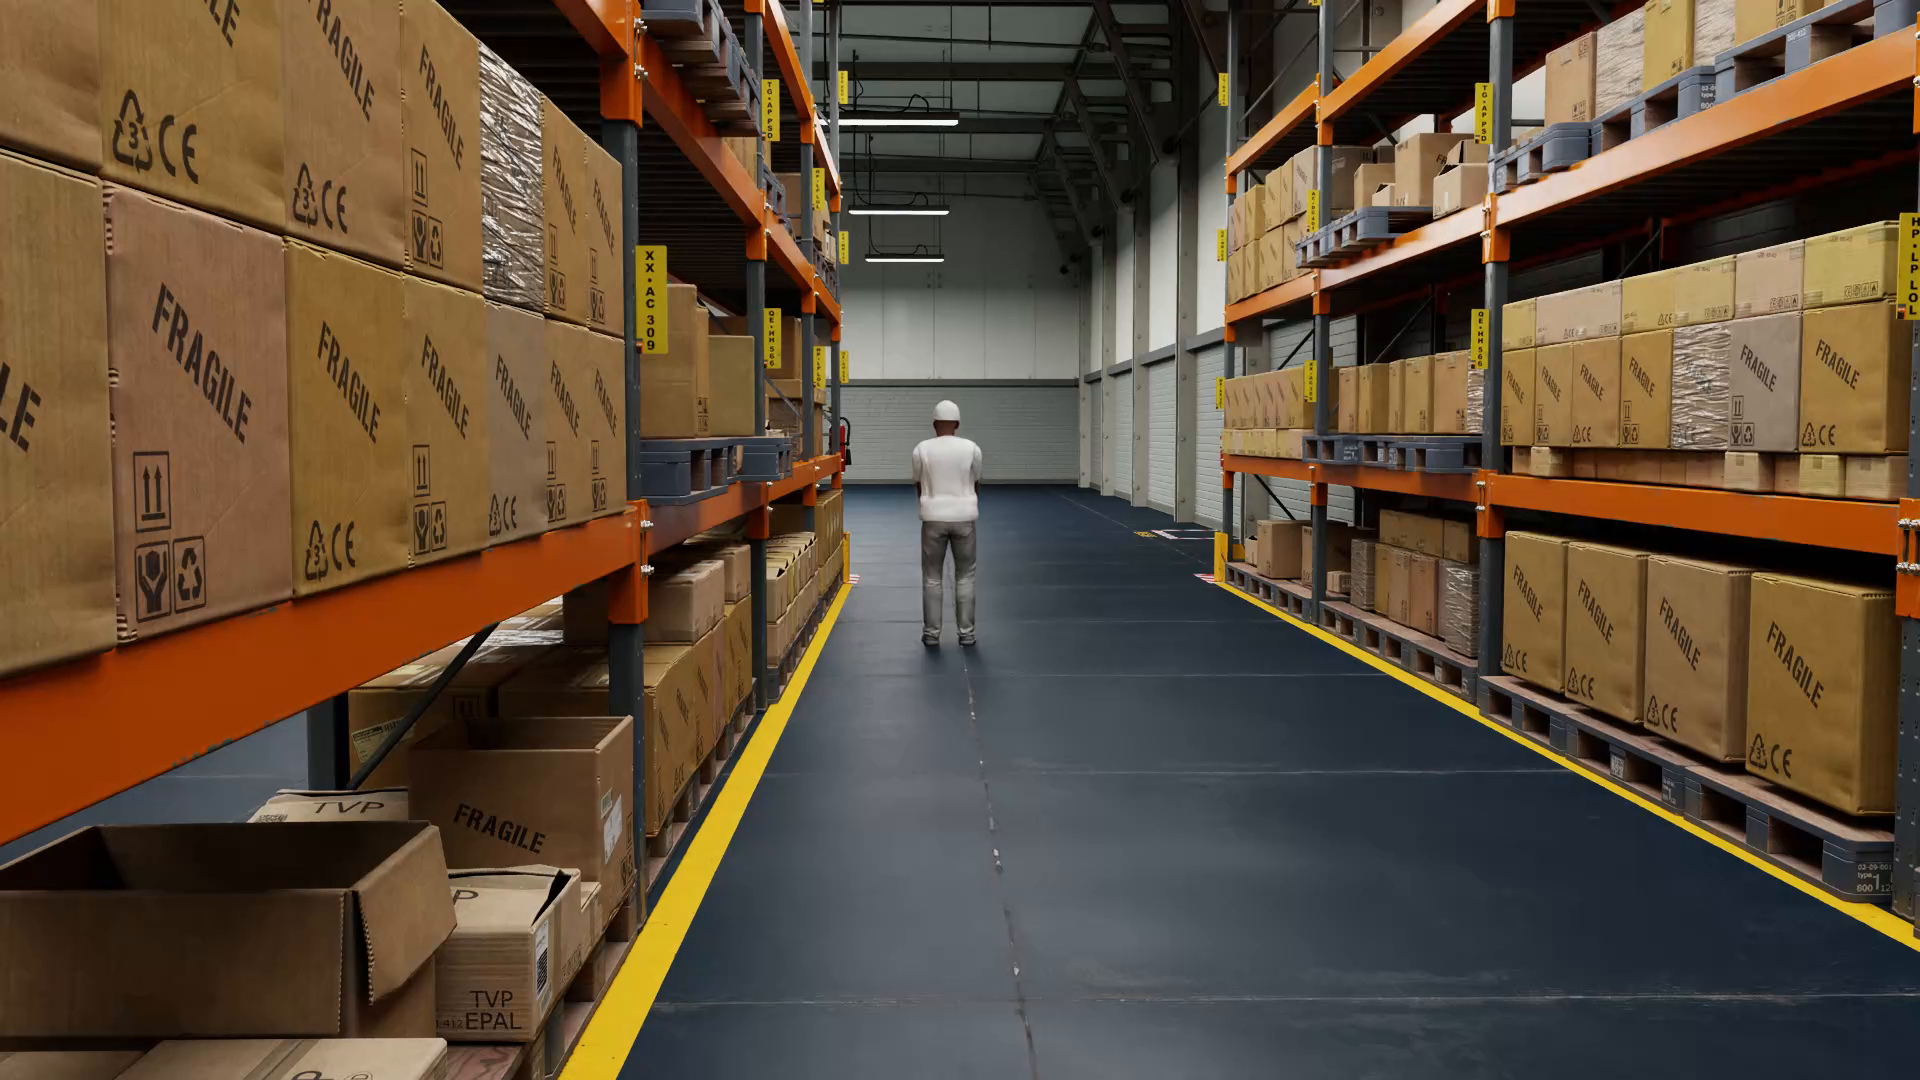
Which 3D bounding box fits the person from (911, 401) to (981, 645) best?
[{"bbox_3d":[-0.098,-0.130,12.107,0.503,1.760,0.577,0,4,0],"label":"person"}]
